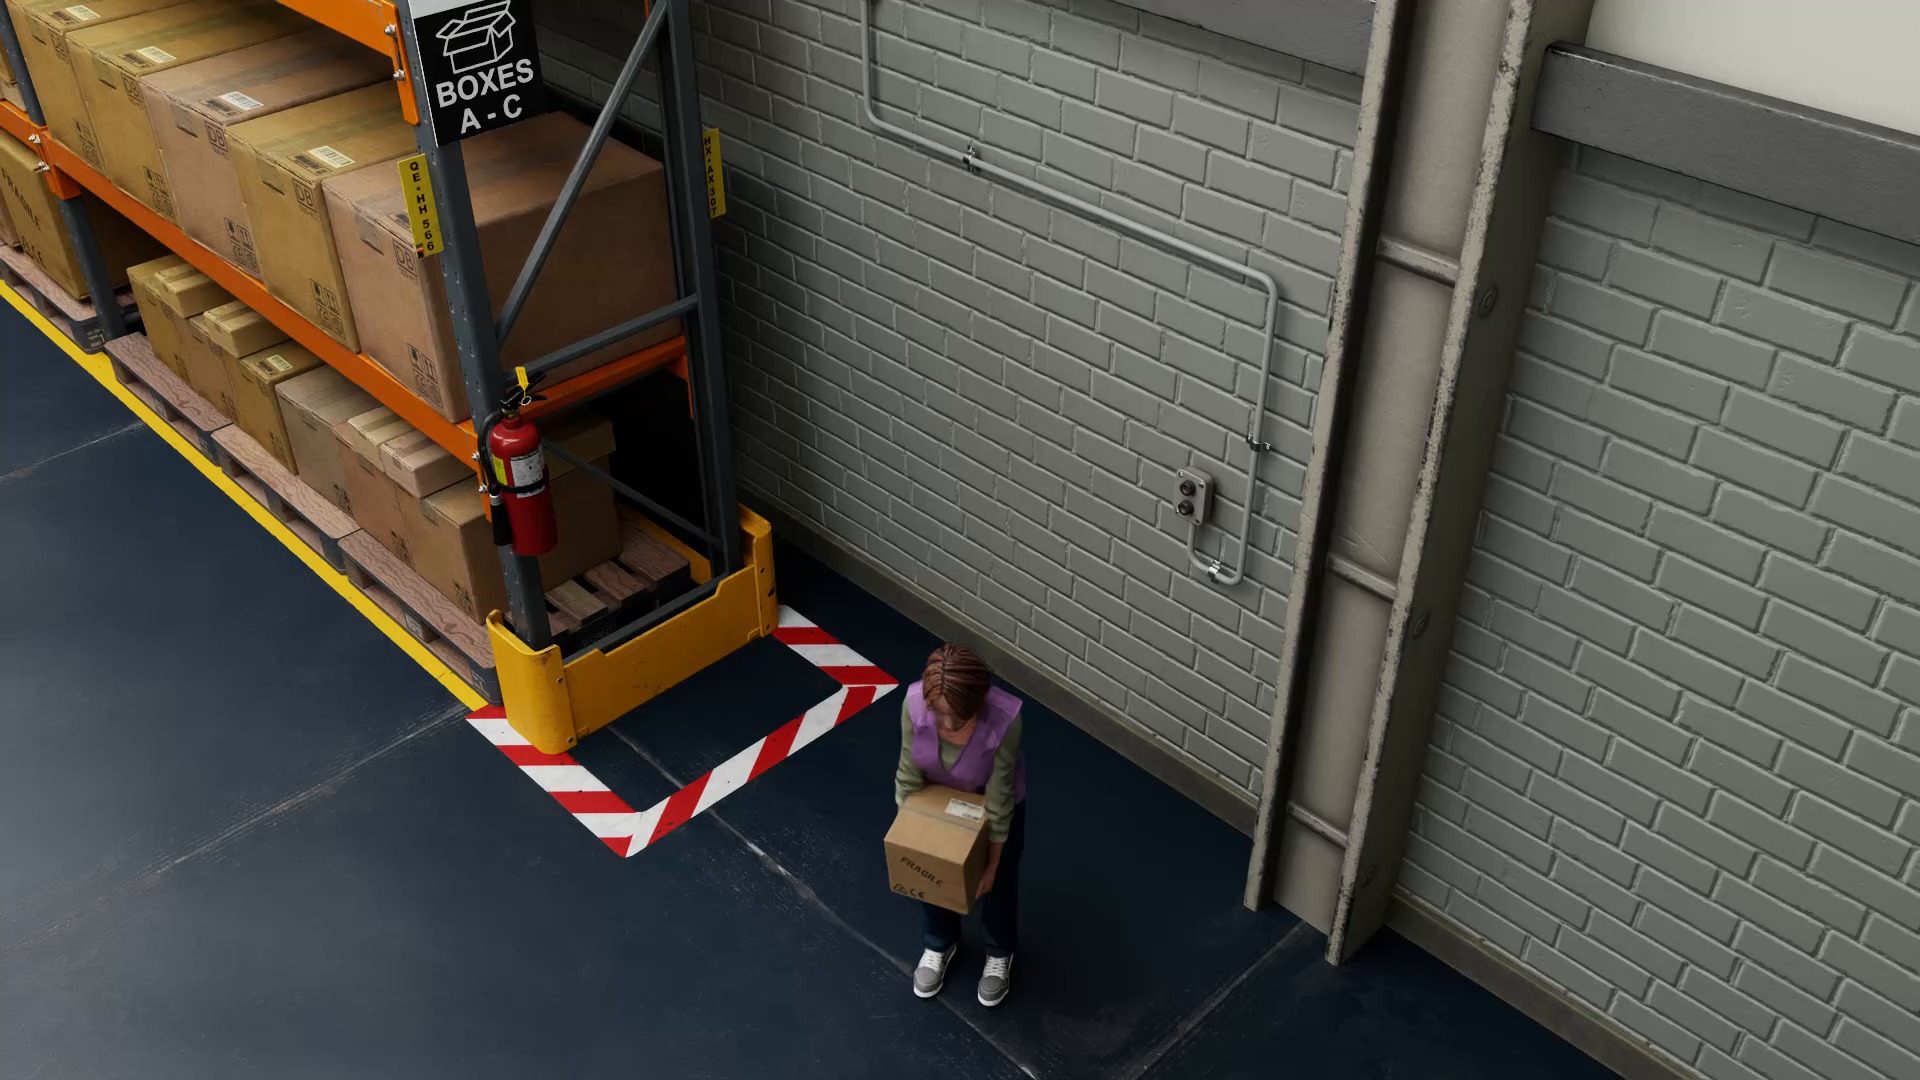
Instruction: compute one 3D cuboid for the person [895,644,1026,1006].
[{"bbox_3d":[0.007,0.844,5.055,0.378,1.529,0.522,9,37,13],"label":"person"}]
